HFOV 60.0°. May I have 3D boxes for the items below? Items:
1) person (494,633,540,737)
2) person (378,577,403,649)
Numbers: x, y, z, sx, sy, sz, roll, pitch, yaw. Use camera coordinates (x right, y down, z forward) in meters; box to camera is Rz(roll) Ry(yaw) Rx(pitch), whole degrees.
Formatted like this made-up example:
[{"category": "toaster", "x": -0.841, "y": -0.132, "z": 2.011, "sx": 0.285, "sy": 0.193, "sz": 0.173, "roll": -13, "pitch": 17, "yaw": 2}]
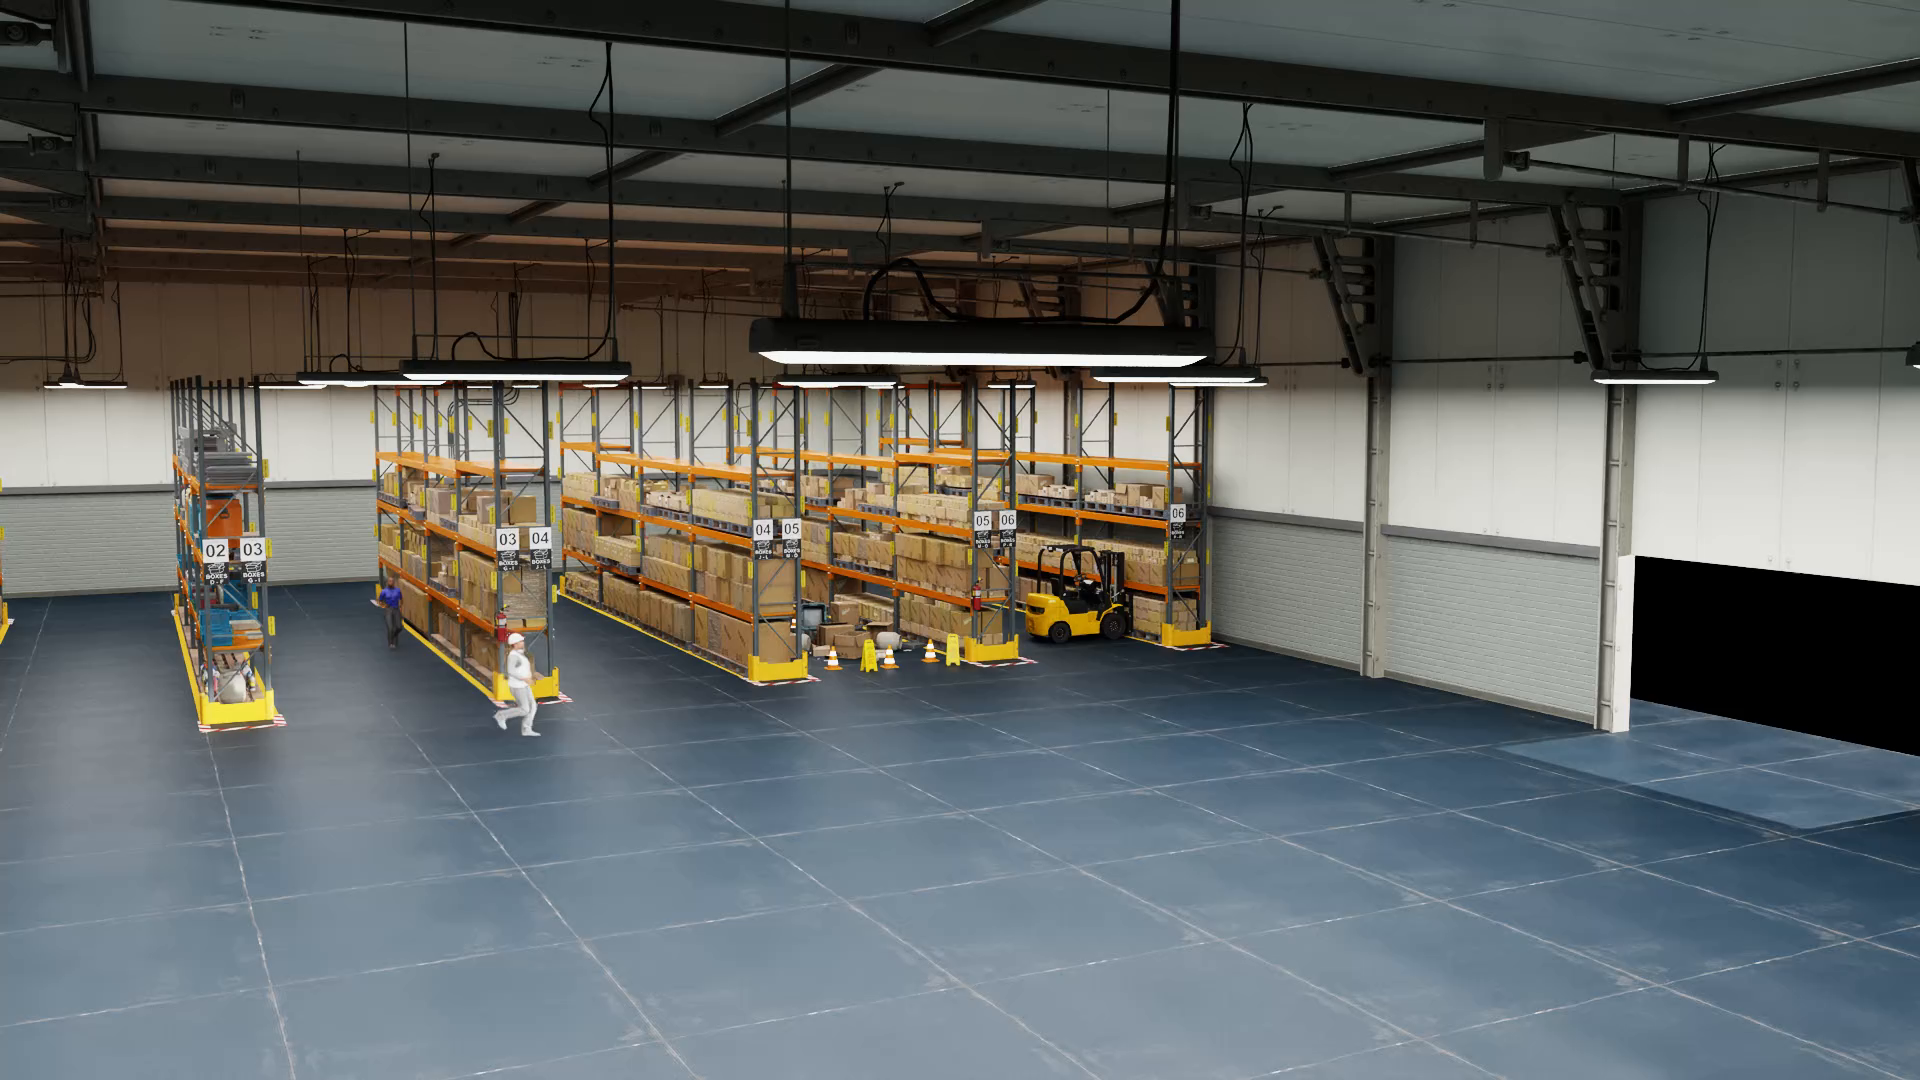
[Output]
[{"category": "person", "x": -7.331, "y": 2.411, "z": 27.606, "sx": 0.686, "sy": 1.745, "sz": 0.661, "roll": 0, "pitch": 5, "yaw": -4}, {"category": "person", "x": -12.658, "y": 1.629, "z": 37.079, "sx": 0.571, "sy": 1.594, "sz": 0.572, "roll": -3, "pitch": 6, "yaw": -32}]
